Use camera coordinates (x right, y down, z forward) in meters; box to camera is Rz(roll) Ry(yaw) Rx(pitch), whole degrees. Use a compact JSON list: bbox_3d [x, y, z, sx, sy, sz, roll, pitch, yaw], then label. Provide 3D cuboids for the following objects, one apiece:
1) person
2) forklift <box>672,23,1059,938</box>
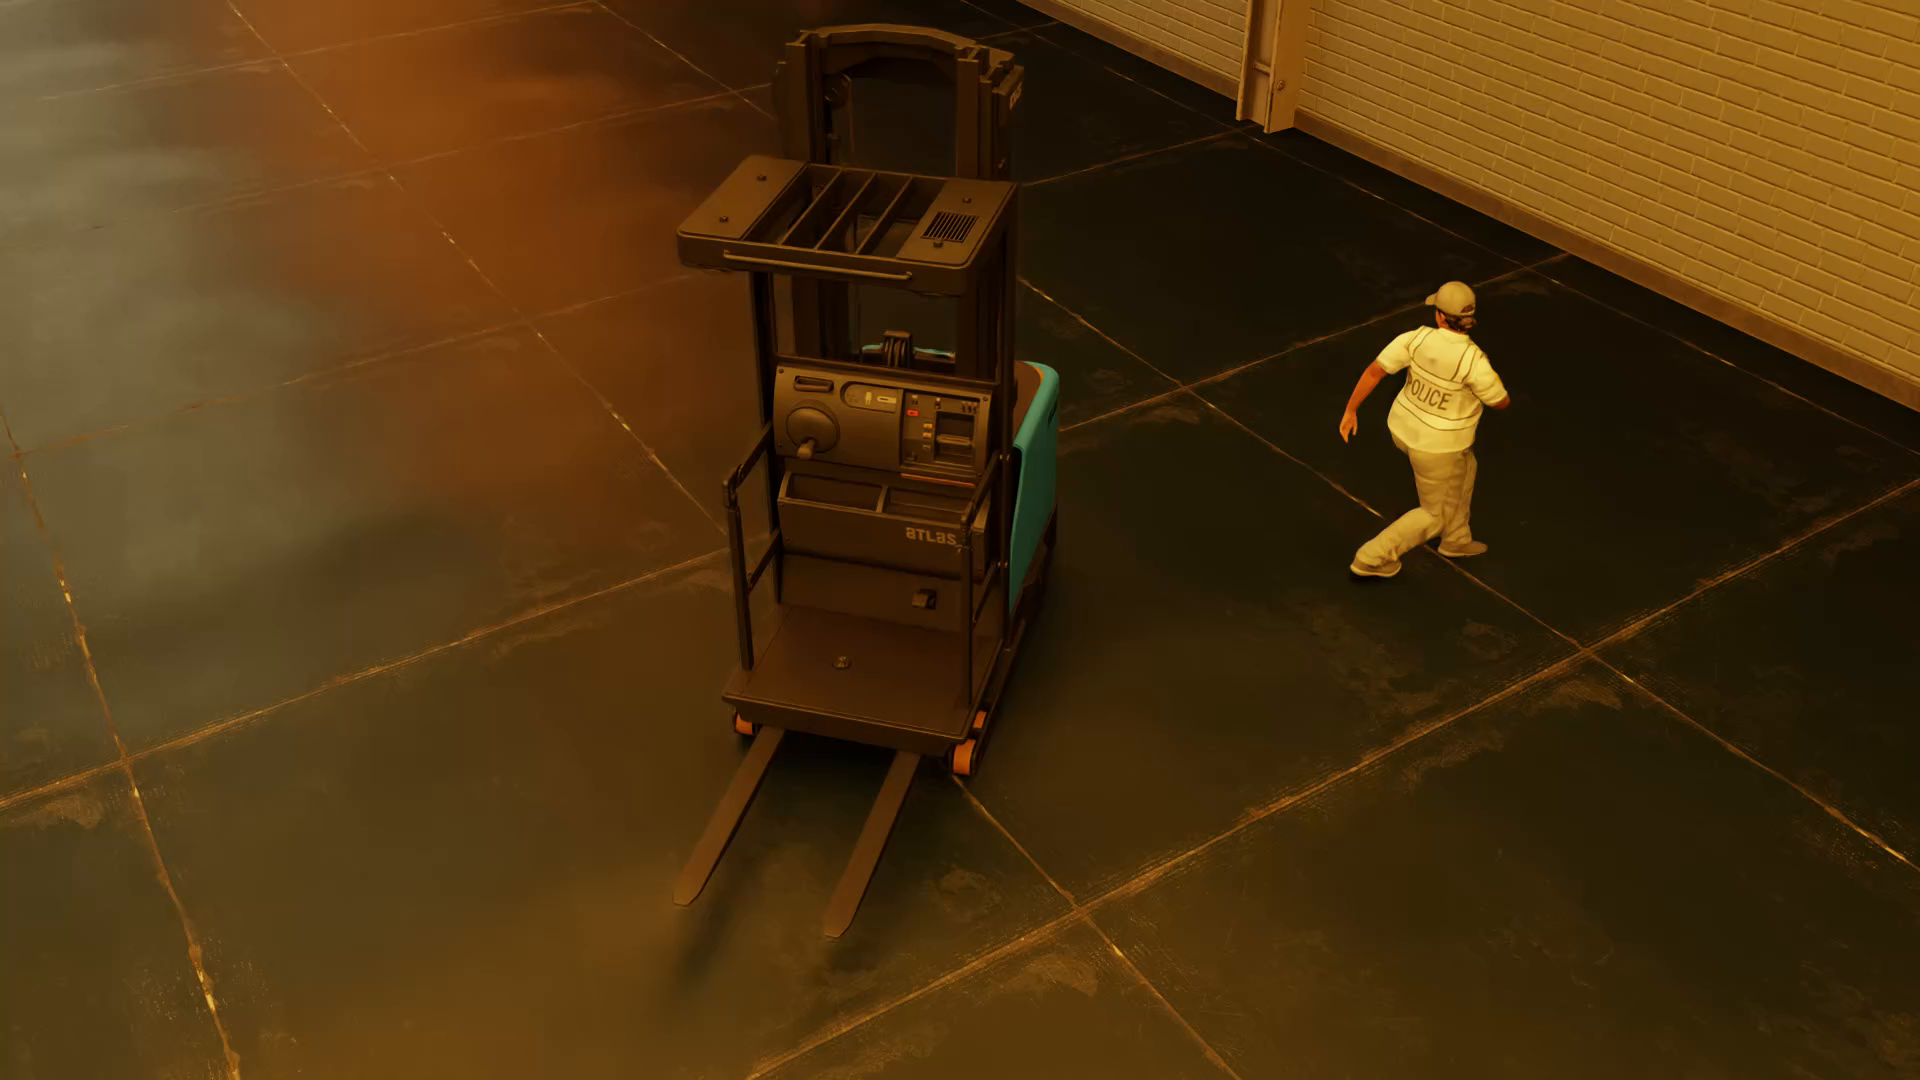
[{"bbox_3d":[2.328,-0.514,8.093,0.888,1.603,0.504,-12,37,-17],"label":"person"},{"bbox_3d":[-0.382,-0.424,6.751,1.130,2.935,3.031,9,36,12],"label":"forklift"}]
